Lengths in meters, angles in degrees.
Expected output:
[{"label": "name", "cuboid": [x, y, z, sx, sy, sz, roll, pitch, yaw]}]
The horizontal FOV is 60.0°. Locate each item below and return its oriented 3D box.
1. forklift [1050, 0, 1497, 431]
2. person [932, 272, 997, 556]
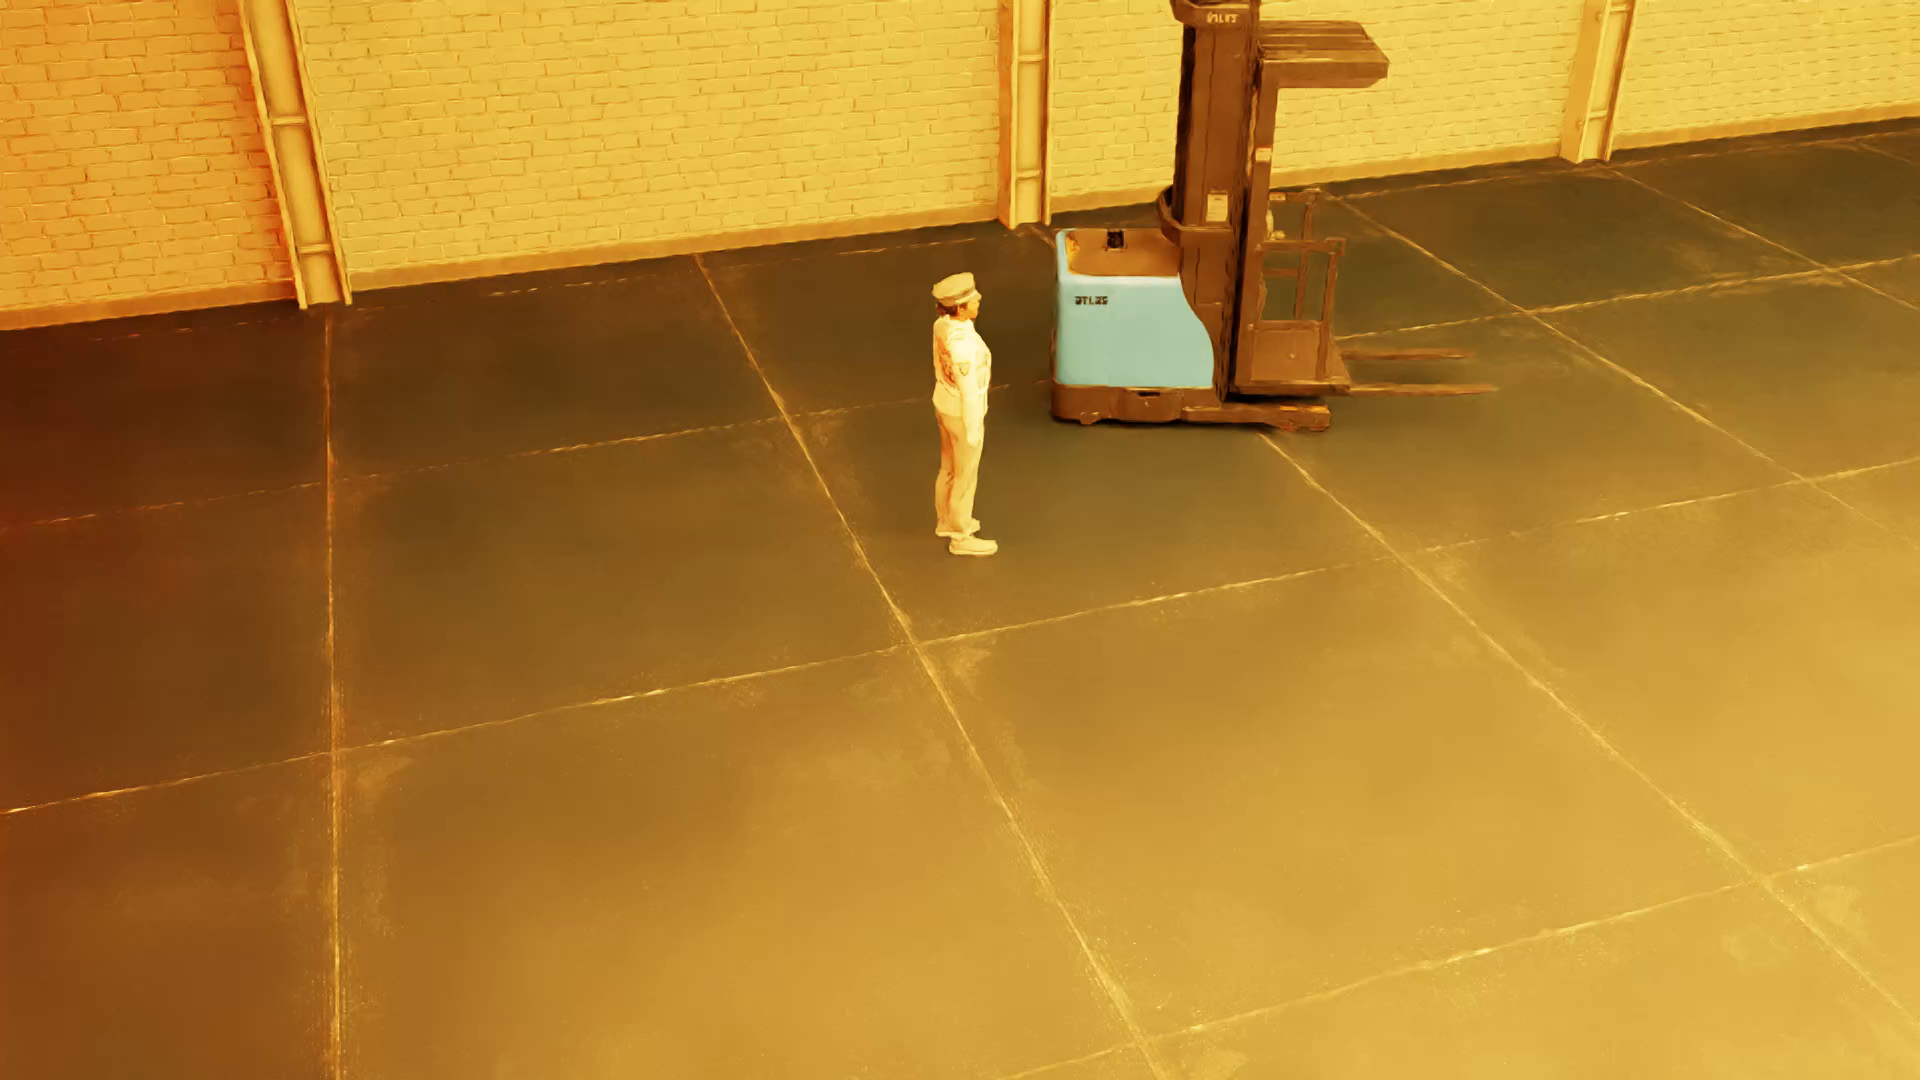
[{"label": "forklift", "cuboid": [2.161, -2.283, 11.054, 3.031, 2.935, 1.130, 1, 30, 1]}, {"label": "person", "cuboid": [0.014, -0.734, 9.611, 0.337, 1.692, 0.463, -10, 31, -16]}]
